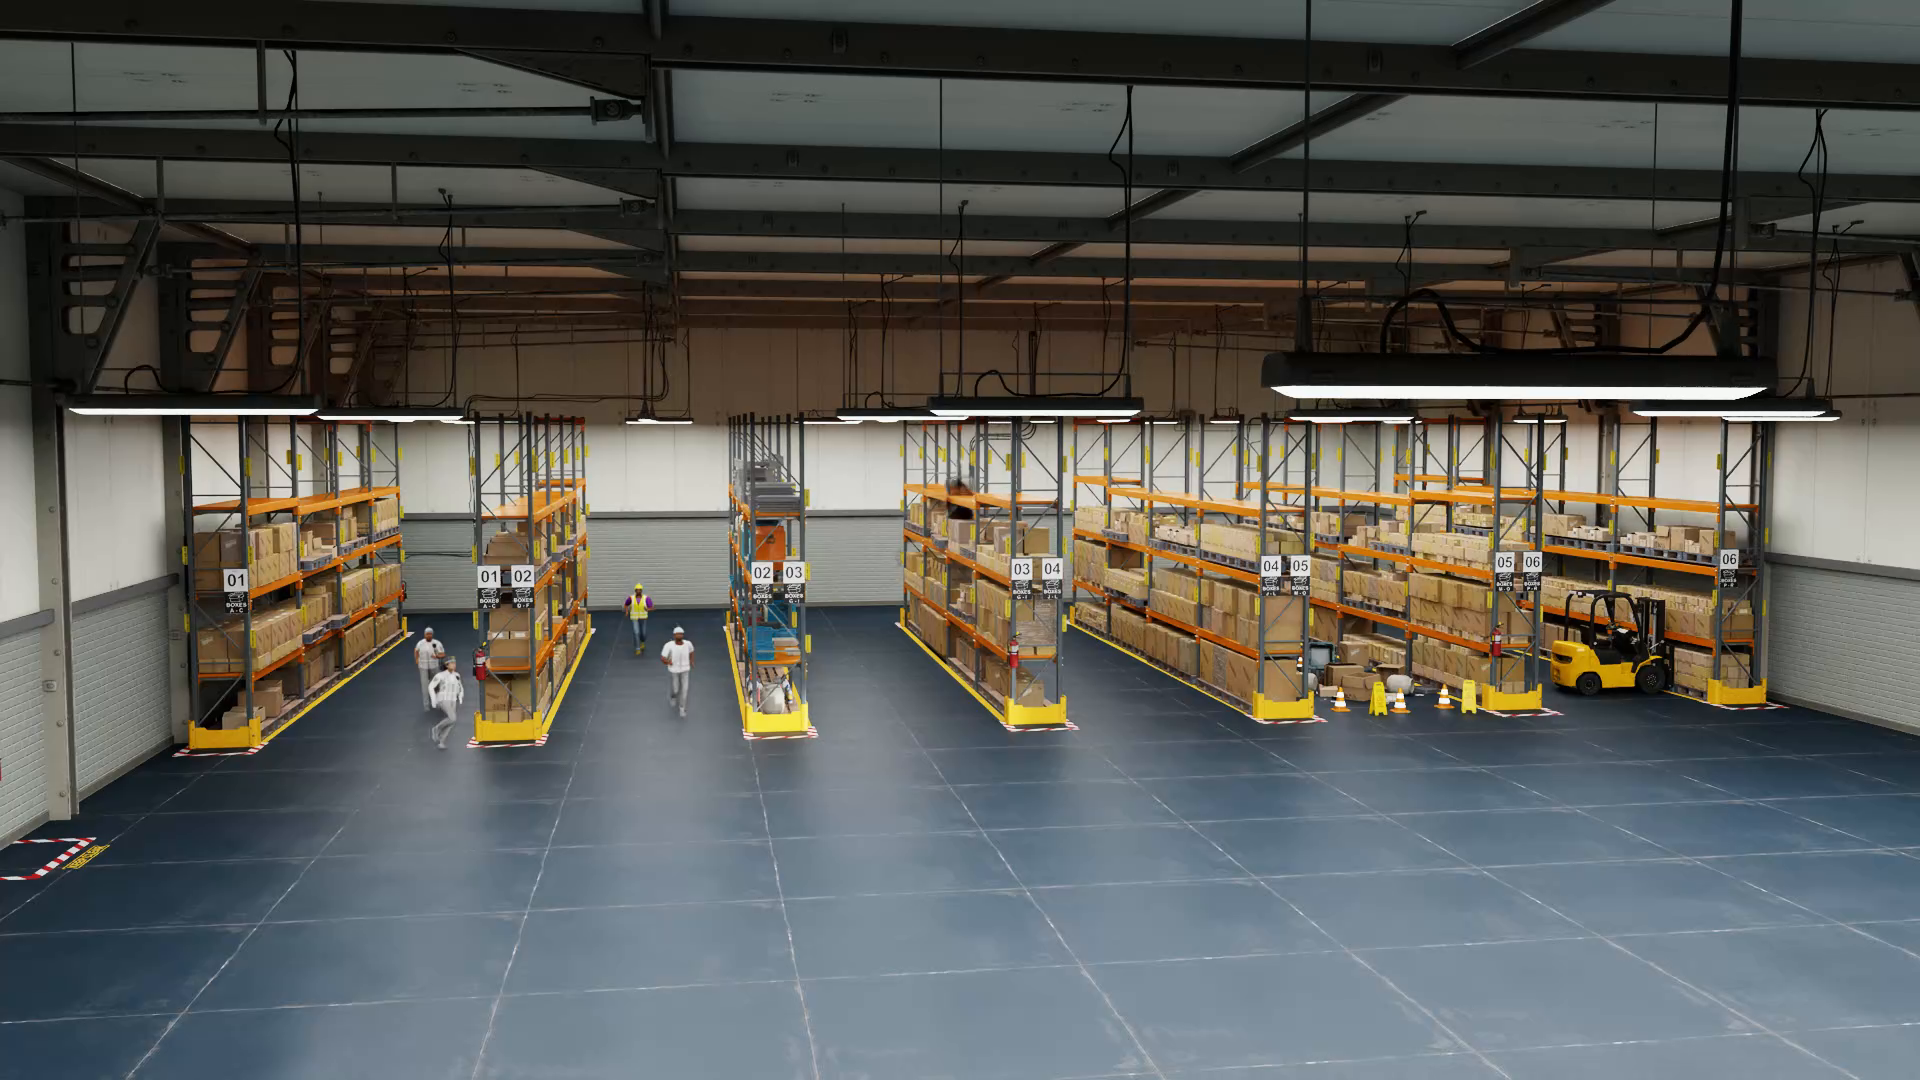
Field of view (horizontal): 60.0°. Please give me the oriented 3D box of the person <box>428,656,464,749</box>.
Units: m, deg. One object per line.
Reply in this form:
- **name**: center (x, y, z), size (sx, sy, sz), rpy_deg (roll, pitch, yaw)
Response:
- **person**: center (-9.103, 2.889, 29.719), size (0.503, 1.620, 0.638), rpy_deg (3, 5, 36)

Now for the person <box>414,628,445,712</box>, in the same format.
- **person**: center (-10.744, 2.596, 33.676), size (0.615, 1.643, 0.918), rpy_deg (-1, 4, -14)

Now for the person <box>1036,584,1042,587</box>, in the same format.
- **person**: center (2.059, 1.633, 48.044), size (0.705, 1.682, 0.741), rpy_deg (2, 4, 29)

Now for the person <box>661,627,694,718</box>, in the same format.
- **person**: center (-5.567, 2.597, 32.967), size (0.699, 1.752, 0.923), rpy_deg (-1, 4, -21)

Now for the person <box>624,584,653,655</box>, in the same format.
- **person**: center (-8.082, 1.987, 41.864), size (0.710, 1.747, 0.963), rpy_deg (-1, 4, -15)
